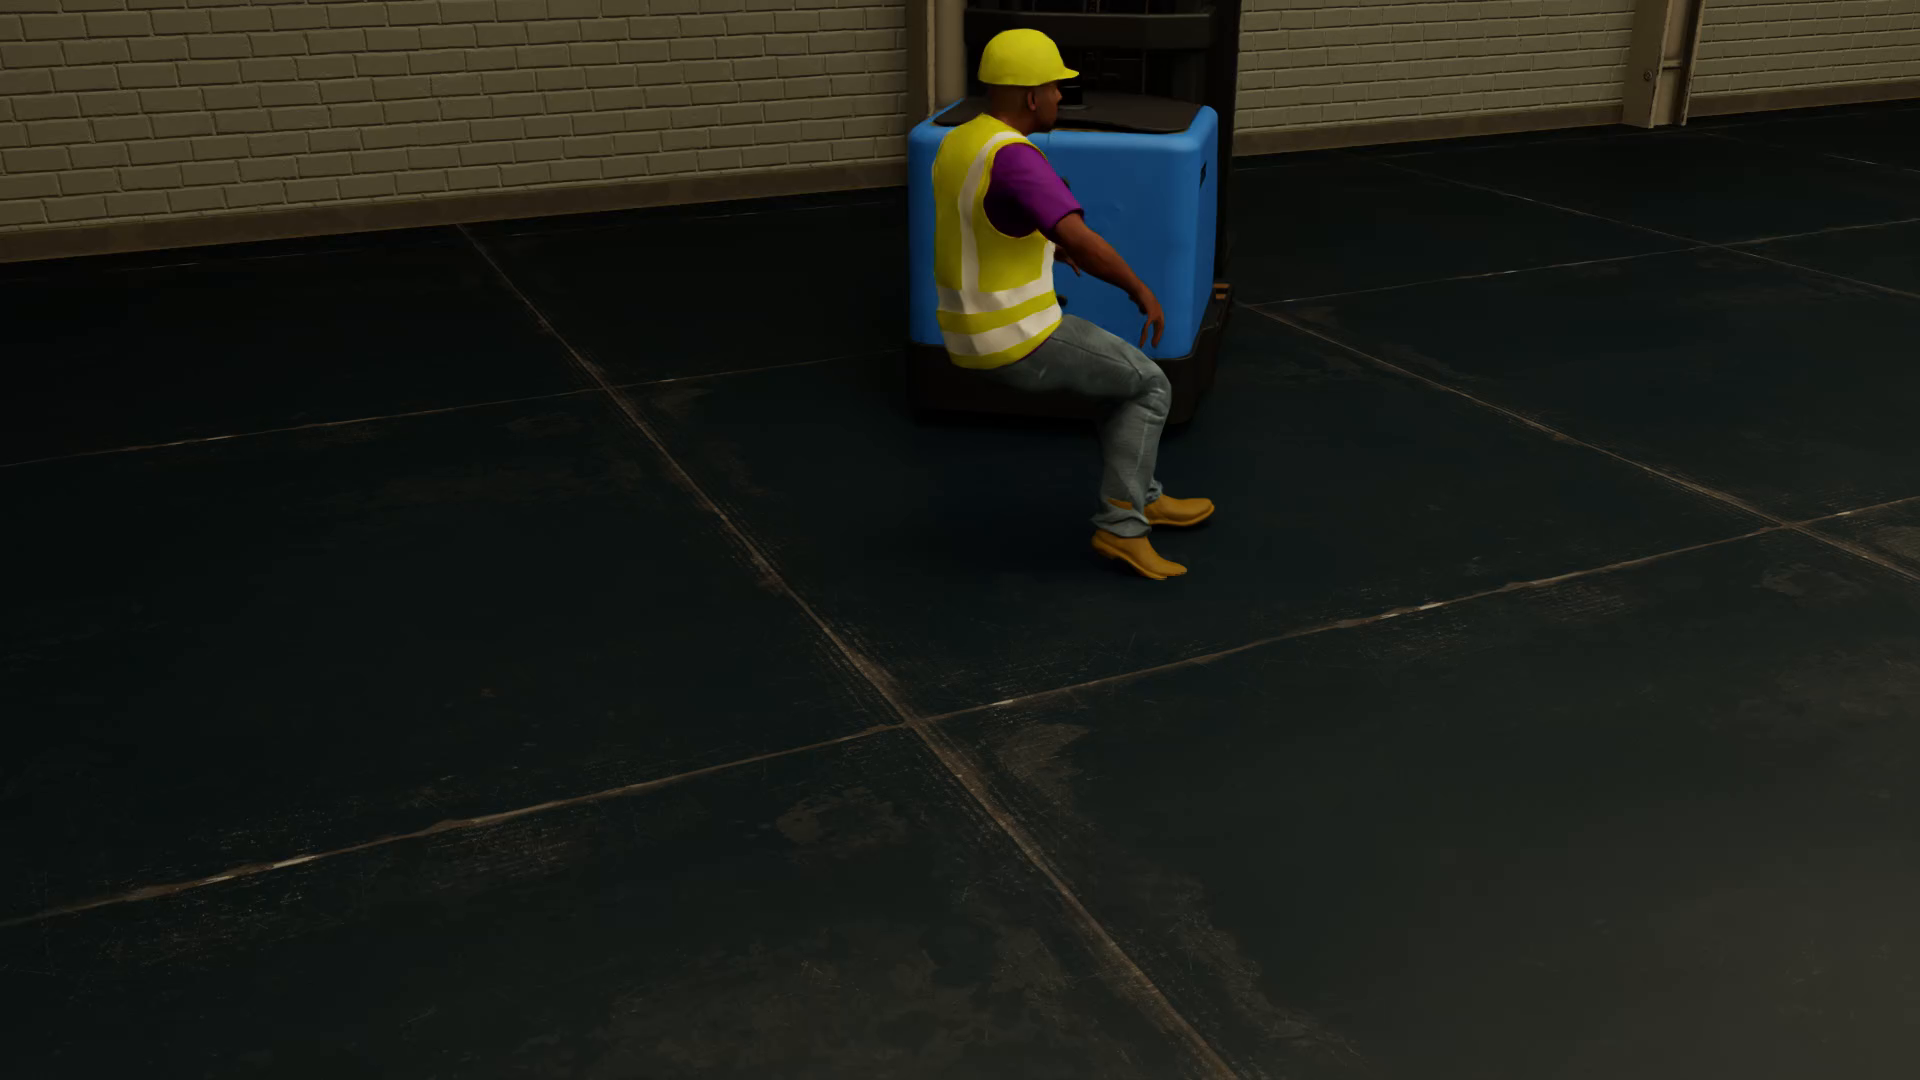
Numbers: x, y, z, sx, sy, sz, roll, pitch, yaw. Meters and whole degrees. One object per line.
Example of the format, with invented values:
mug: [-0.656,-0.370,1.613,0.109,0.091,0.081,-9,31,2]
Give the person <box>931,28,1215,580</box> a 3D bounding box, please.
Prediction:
person: [0.362,-0.696,4.858,0.879,1.540,0.865,-11,25,-24]

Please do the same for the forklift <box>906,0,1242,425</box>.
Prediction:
forklift: [0.625,-2.297,6.816,1.130,2.935,3.031,5,23,12]
